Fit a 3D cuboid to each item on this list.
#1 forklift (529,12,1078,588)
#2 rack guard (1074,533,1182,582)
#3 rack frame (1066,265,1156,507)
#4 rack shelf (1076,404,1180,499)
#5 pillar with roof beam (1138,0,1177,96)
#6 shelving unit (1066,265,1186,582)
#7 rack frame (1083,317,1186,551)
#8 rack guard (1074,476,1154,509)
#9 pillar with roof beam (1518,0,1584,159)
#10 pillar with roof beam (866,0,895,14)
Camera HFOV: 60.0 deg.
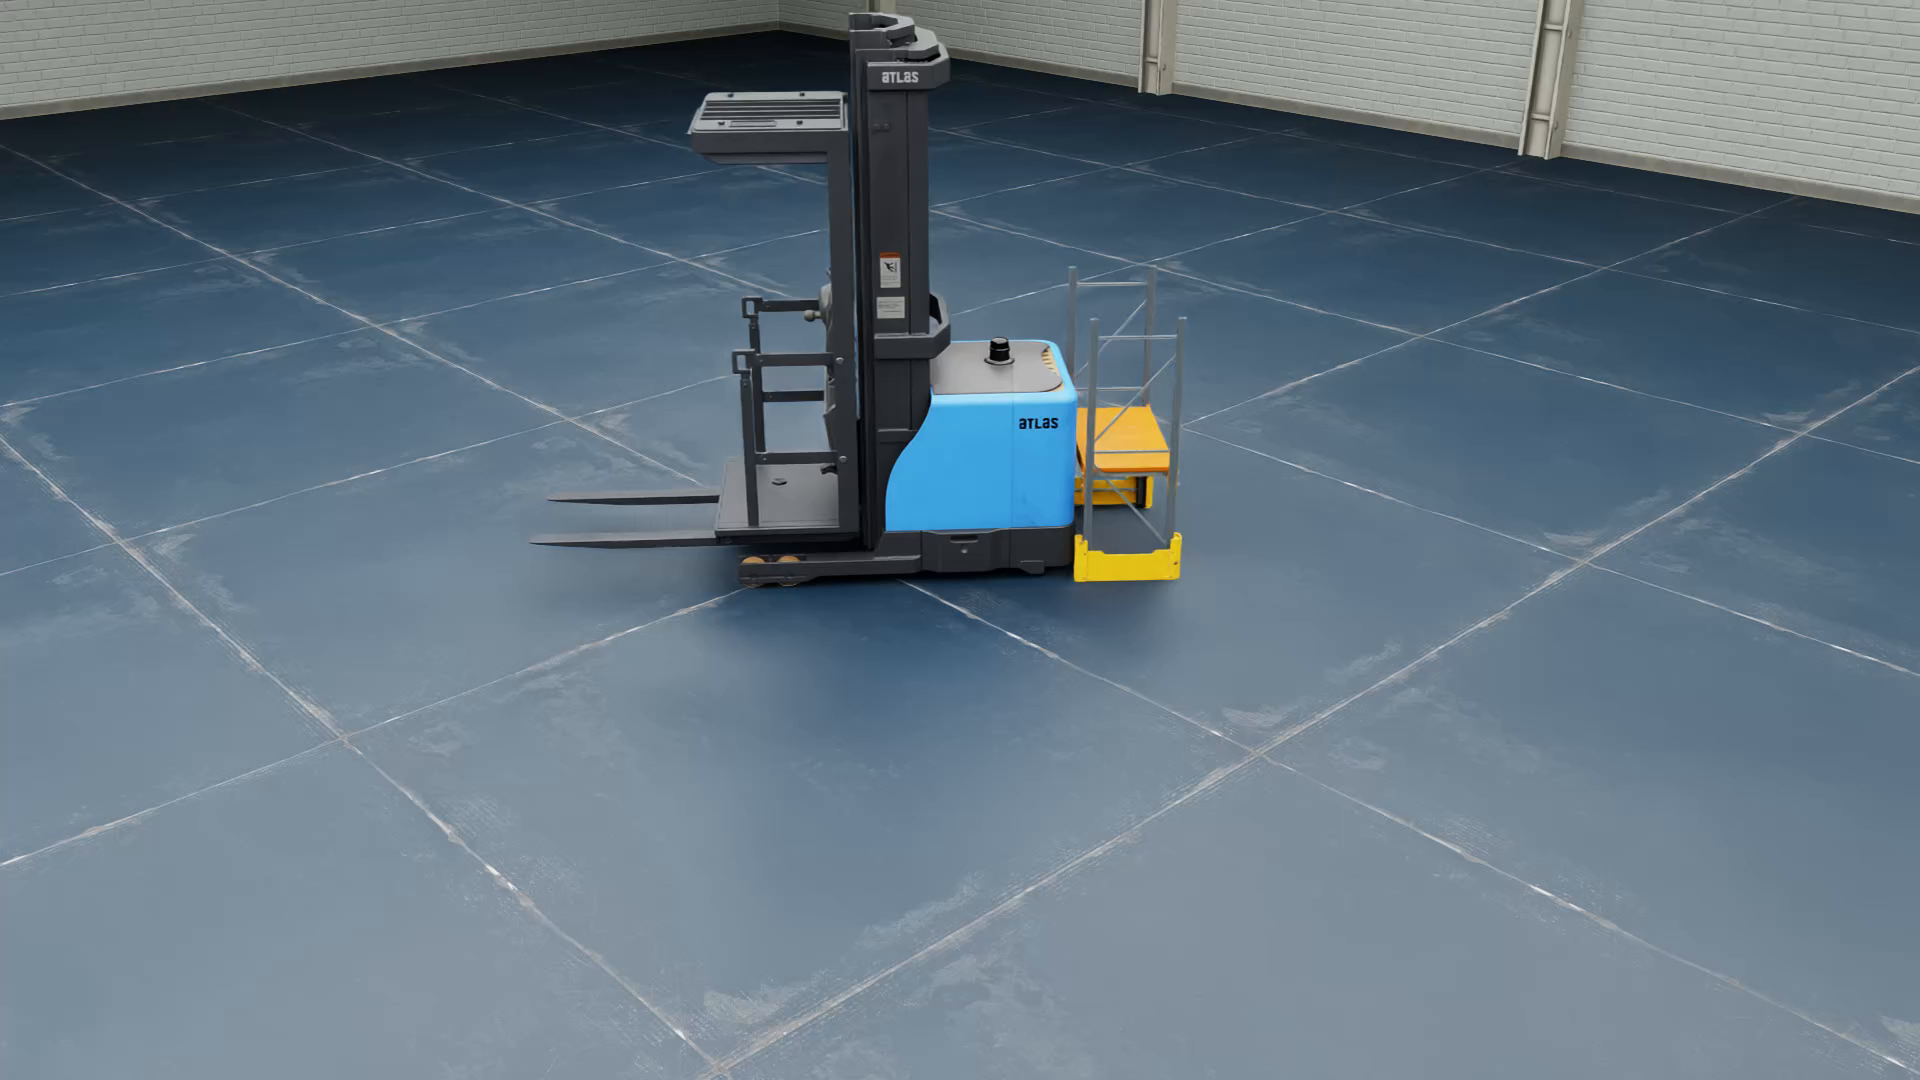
[{"bbox_3d":[-0.893,-1.298,9.064,3.031,2.935,1.130,-2,25,-4],"label":"forklift"},{"bbox_3d":[0.930,0.095,9.239,0.587,0.250,0.087,-1,25,-3],"label":"rack guard"},{"bbox_3d":[0.881,-0.894,9.903,0.500,1.500,0.032,-1,25,-3],"label":"rack frame"},{"bbox_3d":[0.905,-0.520,9.515,0.538,0.185,1.000,-1,25,-3],"label":"rack shelf"},{"bbox_3d":[-0.351,-9.269,19.227,9.100,9.000,0.400,-21,32,-38],"label":"pillar with roof beam"},{"bbox_3d":[0.906,-0.680,9.432,0.587,1.500,1.083,-1,25,-3],"label":"shelving unit"},{"bbox_3d":[0.930,-0.473,8.979,0.500,1.500,0.032,-1,25,-3],"label":"rack frame"},{"bbox_3d":[0.882,-0.317,10.144,0.587,0.250,0.087,-1,25,-3],"label":"rack guard"},{"bbox_3d":[3.750,-7.452,15.242,9.100,9.000,0.400,-21,32,-38],"label":"pillar with roof beam"},{"bbox_3d":[-4.452,-11.087,23.211,9.100,9.000,0.400,-21,32,-38],"label":"pillar with roof beam"}]
